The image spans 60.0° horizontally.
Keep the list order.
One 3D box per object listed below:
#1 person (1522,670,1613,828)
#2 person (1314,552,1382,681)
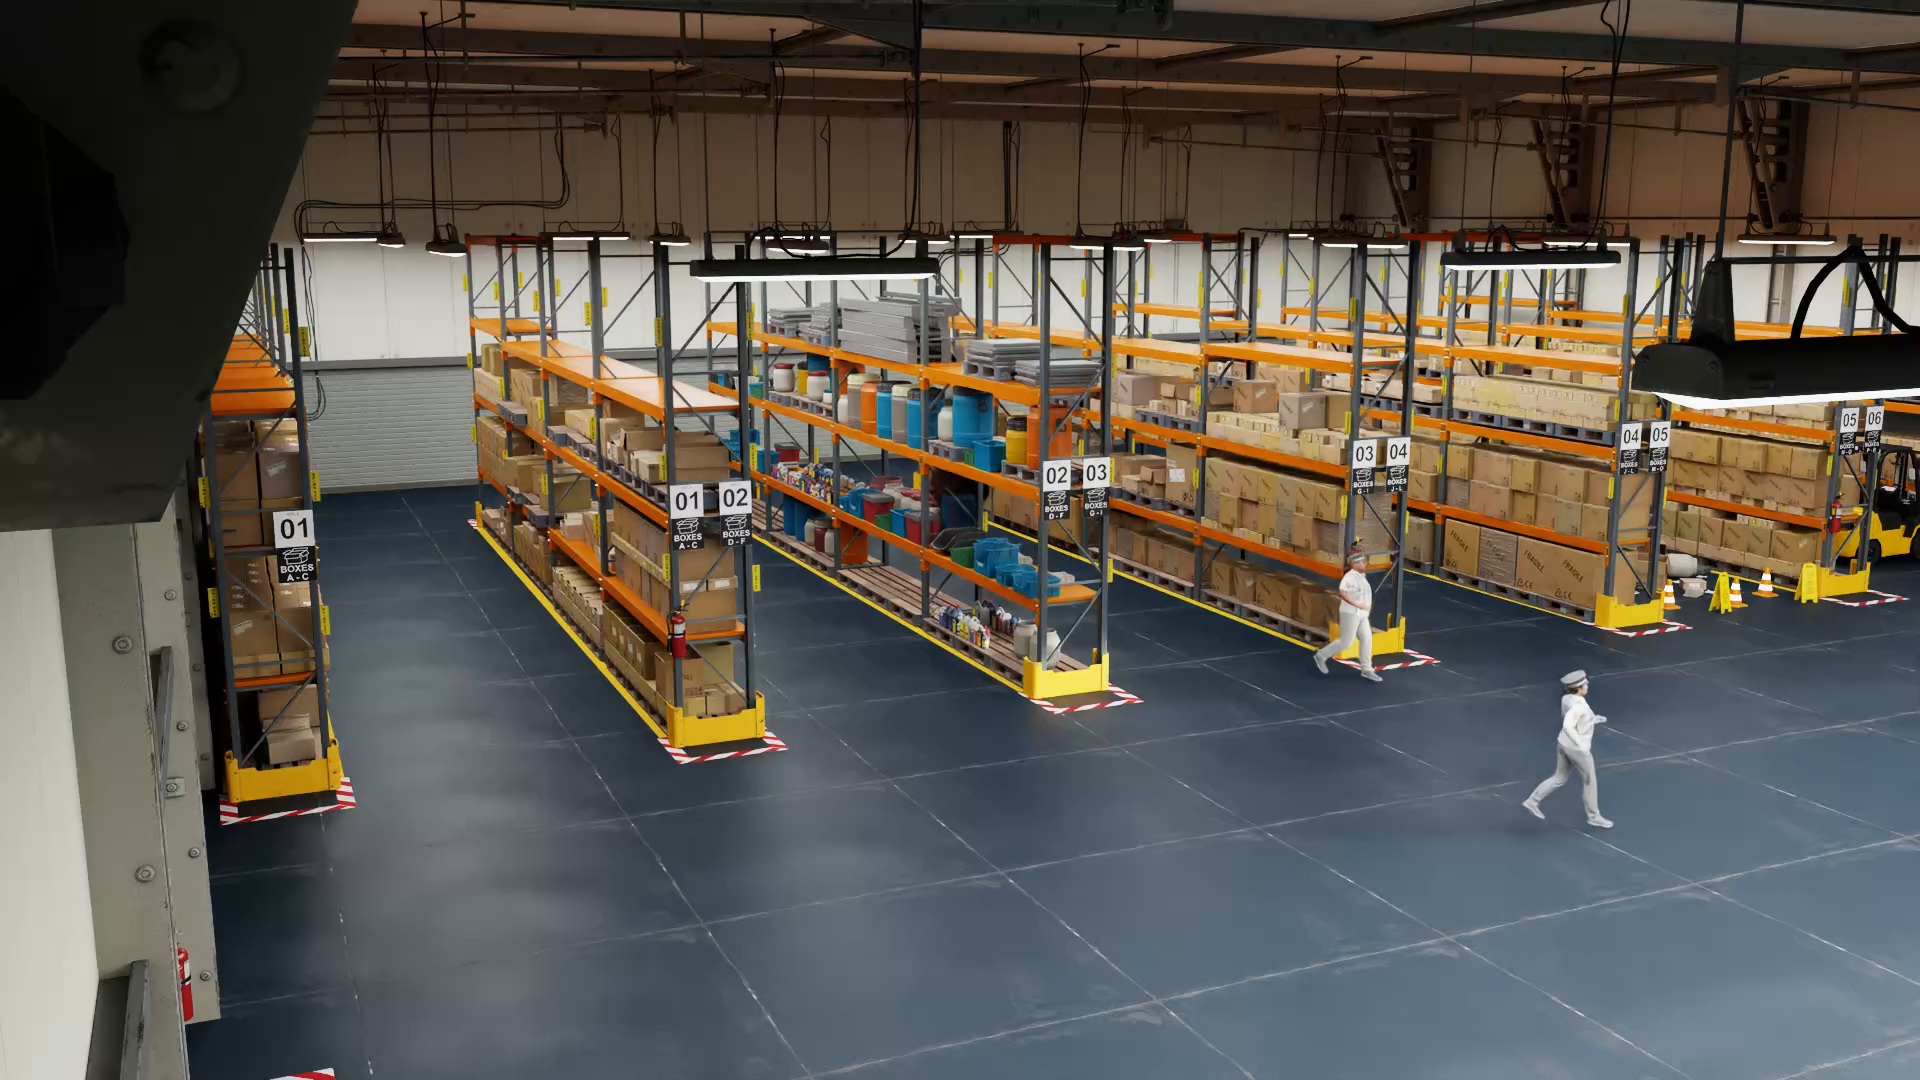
[{"bbox_3d":[6.395,2.175,17.341,0.939,1.683,0.608,-1,11,-4],"label":"person"},{"bbox_3d":[5.520,1.030,23.182,0.974,1.749,0.733,8,14,36],"label":"person"}]
